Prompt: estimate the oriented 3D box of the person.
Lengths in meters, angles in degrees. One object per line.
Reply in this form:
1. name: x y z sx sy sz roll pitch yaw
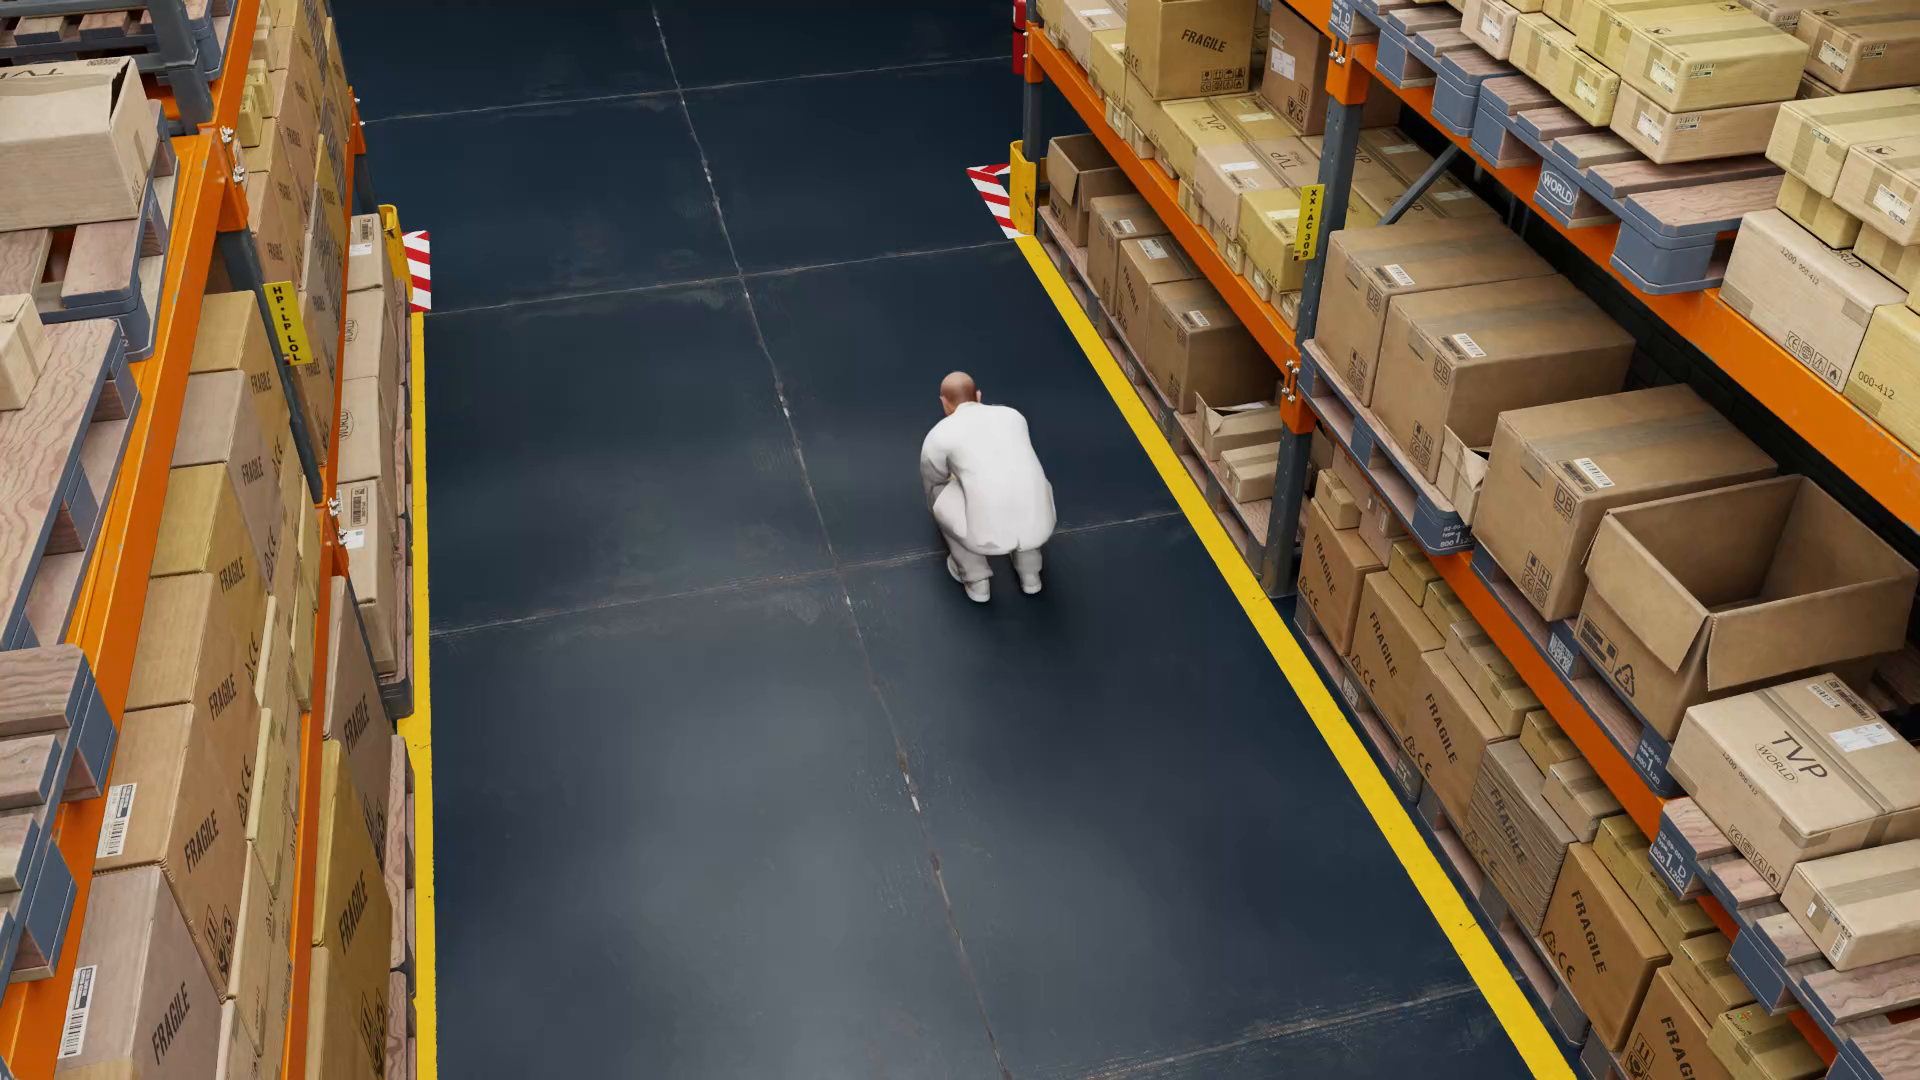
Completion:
1. person: 0.131 -0.231 7.830 0.597 0.856 0.906 -9 39 -12
